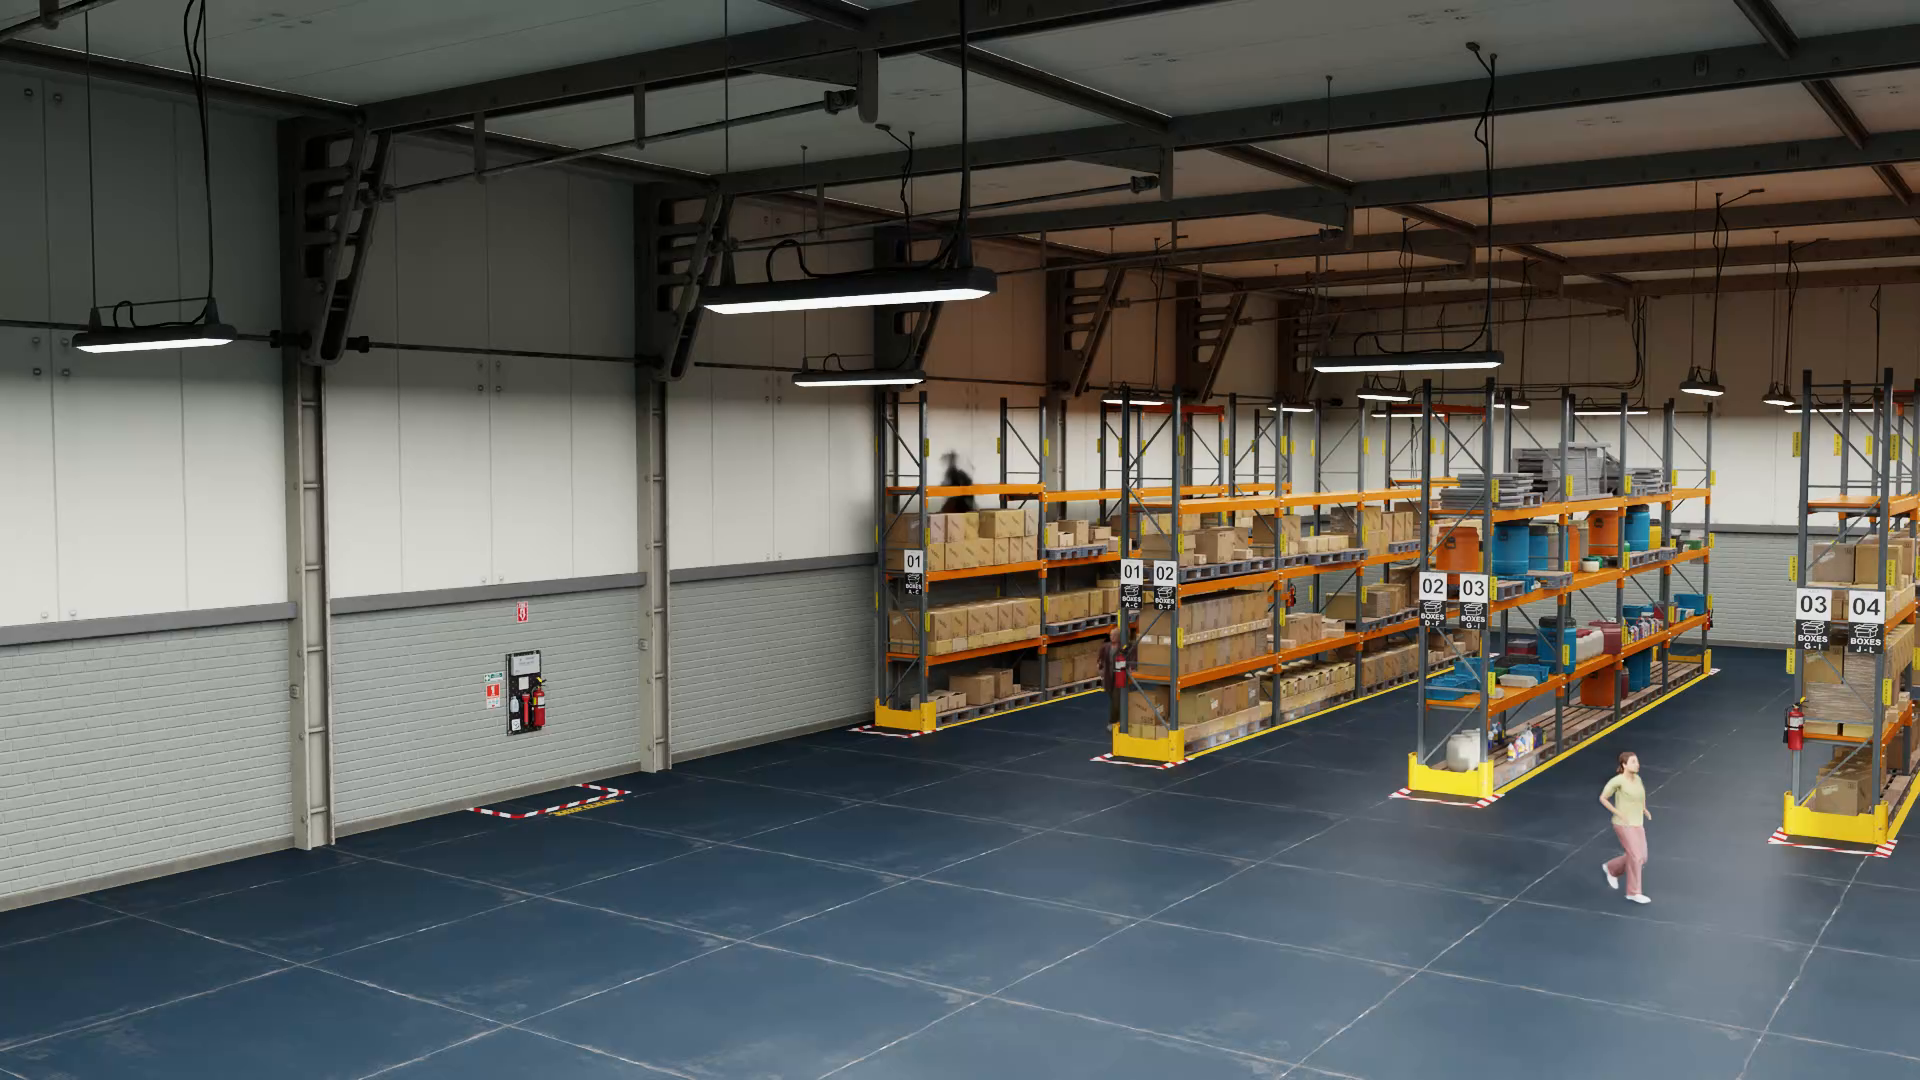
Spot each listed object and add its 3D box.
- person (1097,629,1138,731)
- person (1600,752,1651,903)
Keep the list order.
[{"bbox_3d":[2.805,2.461,29.704,0.690,1.771,1.042,2,4,29],"label":"person"},{"bbox_3d":[7.393,3.155,18.456,0.605,1.639,0.676,-2,4,-27],"label":"person"}]
